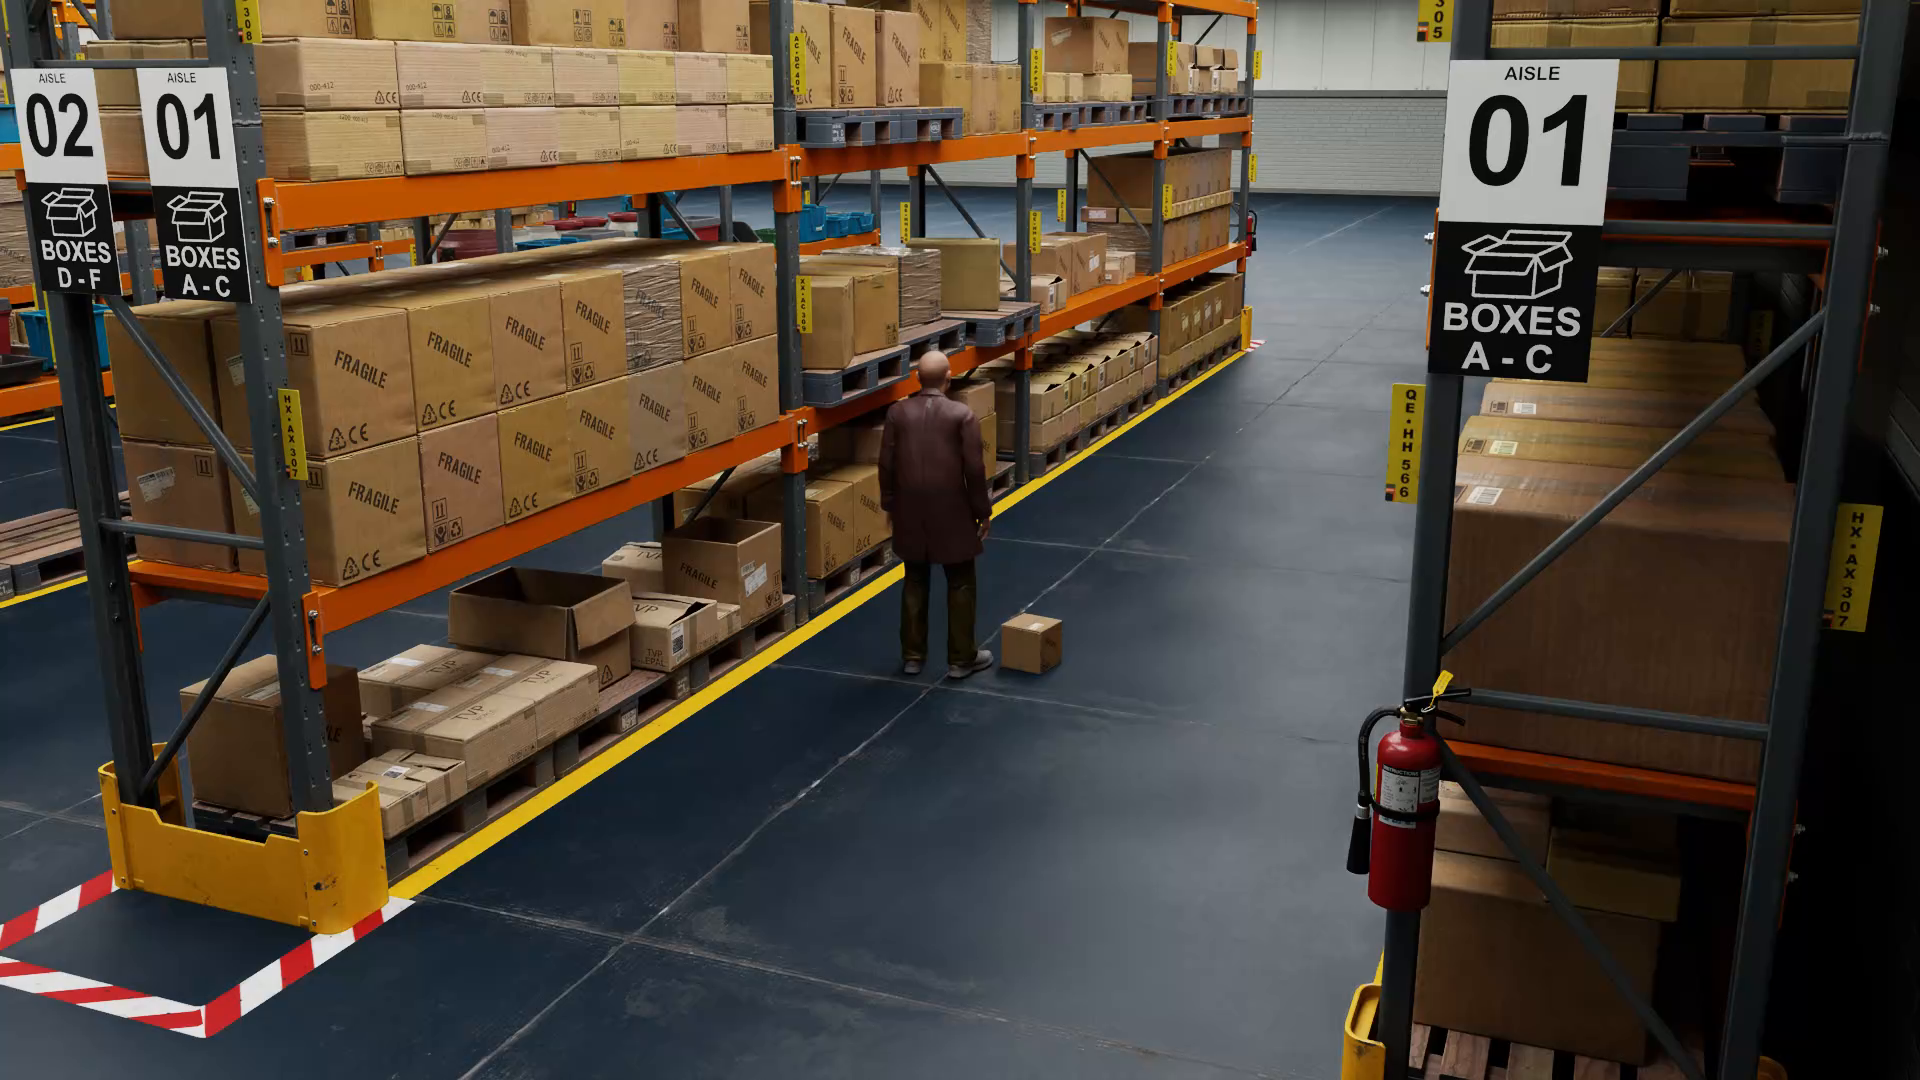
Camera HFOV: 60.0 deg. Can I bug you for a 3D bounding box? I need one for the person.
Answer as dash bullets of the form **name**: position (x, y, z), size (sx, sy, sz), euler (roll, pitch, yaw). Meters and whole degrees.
- **person**: position (-0.133, -0.141, 9.068), size (0.644, 1.774, 0.428), euler (5, 16, 18)
